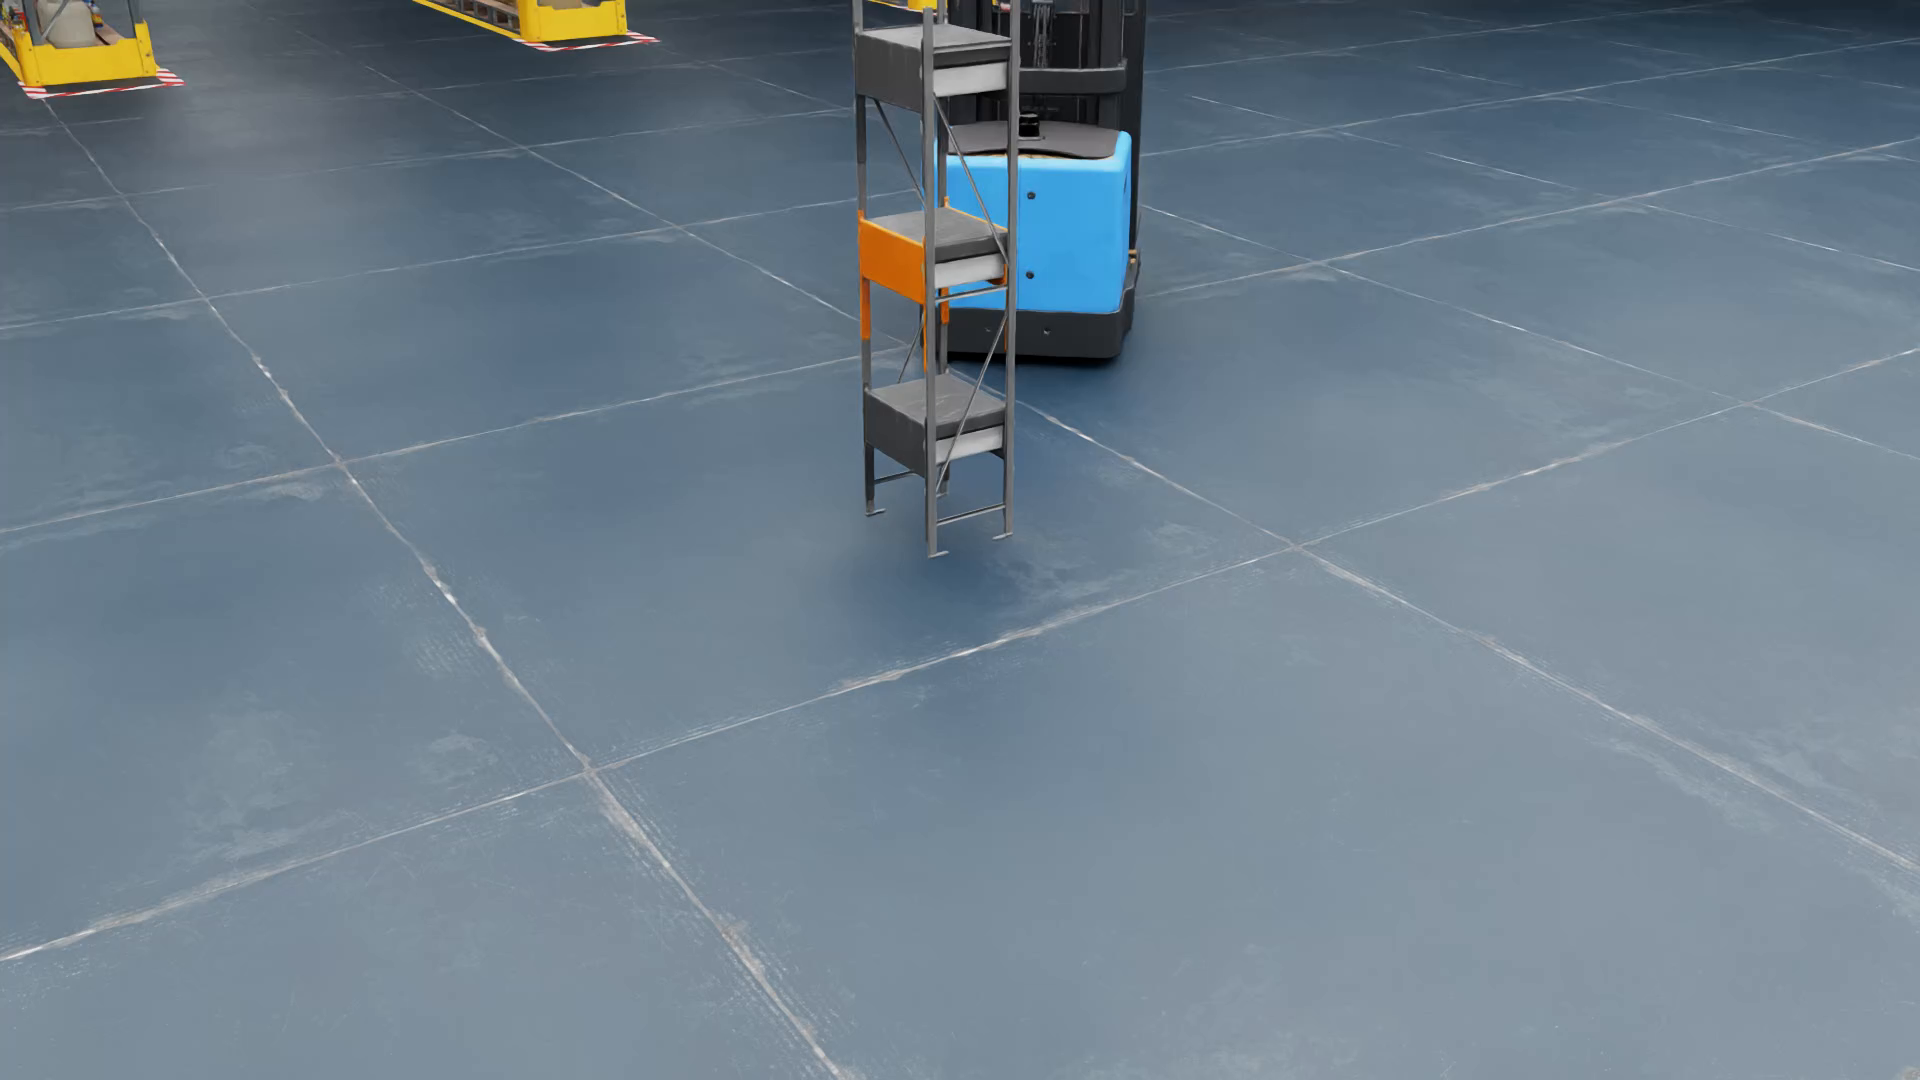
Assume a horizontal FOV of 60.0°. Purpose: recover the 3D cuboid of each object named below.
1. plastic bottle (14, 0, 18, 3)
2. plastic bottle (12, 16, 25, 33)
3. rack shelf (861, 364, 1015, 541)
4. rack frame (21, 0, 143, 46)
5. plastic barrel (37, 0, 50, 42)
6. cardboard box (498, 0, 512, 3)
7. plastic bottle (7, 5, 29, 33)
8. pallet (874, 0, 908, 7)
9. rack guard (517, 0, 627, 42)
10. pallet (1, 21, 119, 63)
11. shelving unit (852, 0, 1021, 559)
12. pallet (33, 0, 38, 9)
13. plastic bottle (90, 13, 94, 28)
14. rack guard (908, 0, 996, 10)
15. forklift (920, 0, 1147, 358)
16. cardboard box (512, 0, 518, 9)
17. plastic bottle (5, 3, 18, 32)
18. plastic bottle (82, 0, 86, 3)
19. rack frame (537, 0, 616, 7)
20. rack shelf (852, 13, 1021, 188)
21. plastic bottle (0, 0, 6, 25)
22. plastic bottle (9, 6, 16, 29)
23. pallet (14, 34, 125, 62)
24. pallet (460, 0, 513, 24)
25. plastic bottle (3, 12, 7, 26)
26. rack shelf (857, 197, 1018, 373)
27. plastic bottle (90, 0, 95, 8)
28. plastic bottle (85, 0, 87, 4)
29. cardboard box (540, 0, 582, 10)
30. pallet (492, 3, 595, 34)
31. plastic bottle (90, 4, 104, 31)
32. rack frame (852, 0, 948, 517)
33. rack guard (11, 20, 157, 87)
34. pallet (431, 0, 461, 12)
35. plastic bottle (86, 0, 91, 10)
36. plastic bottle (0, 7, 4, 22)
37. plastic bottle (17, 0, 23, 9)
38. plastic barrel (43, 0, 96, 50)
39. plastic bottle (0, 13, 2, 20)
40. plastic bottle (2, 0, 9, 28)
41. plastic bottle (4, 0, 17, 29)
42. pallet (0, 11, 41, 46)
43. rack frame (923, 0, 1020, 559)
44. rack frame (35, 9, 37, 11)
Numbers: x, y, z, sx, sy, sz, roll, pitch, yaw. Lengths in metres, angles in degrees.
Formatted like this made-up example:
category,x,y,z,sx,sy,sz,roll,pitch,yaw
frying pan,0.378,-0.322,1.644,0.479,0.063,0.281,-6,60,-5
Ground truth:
category,x,y,z,sx,sy,sz,roll,pitch,yaw
plastic bottle,-10.382,-5.869,18.350,0.097,0.271,0.097,0,25,0
plastic bottle,-9.842,-5.371,17.376,0.097,0.201,0.097,0,25,0
rack shelf,-0.090,-0.363,6.732,0.431,0.518,0.480,-16,29,-30
rack frame,-8.472,-5.883,15.697,1.000,3.000,0.127,-16,29,-30
plastic barrel,-9.169,-5.344,16.980,0.421,0.512,0.421,0,25,0
cardboard box,-5.330,-6.758,19.988,0.500,0.500,0.500,-13,28,-25
plastic bottle,-9.957,-5.501,17.564,0.152,0.276,0.135,-15,29,-29
pallet,-0.613,-7.163,21.677,1.003,0.211,1.213,-16,29,-30
rack guard,-4.364,-5.934,18.734,1.175,0.500,0.348,-16,29,-30
pallet,-9.654,-5.366,17.869,1.003,0.211,1.213,-16,29,-30
shelving unit,-0.090,-1.009,6.427,0.431,2.100,0.503,-16,29,-30
pallet,-11.117,-6.324,19.899,1.003,0.211,1.213,-16,29,-30
plastic bottle,-9.257,-5.574,17.807,0.097,0.201,0.097,0,25,0
rack guard,-0.098,-7.018,21.030,1.175,0.500,0.348,-16,29,-30
forklift,0.508,-2.860,9.375,1.130,2.935,3.031,3,25,7
cardboard box,-5.004,-6.529,19.504,0.500,0.500,0.500,-8,26,-16
plastic bottle,-10.032,-5.551,17.670,0.152,0.276,0.135,-16,30,-31
plastic bottle,-9.553,-5.800,18.202,0.097,0.271,0.097,0,25,0
rack frame,-4.322,-7.037,18.142,1.000,3.000,0.127,-16,29,-30
rack shelf,-0.090,-1.629,6.134,0.431,0.518,0.480,-16,29,-30
plastic bottle,-10.404,-5.762,18.109,0.061,0.283,0.133,-14,29,-27
plastic bottle,-9.921,-5.445,17.438,0.061,0.283,0.133,-15,29,-28
pallet,-8.992,-4.930,16.945,1.003,0.211,1.213,-16,29,-30
pallet,-5.439,-6.538,20.352,1.003,0.211,1.213,-16,29,-30
plastic bottle,-10.325,-5.687,18.046,0.097,0.201,0.097,0,25,0
rack shelf,-0.090,-0.996,6.433,0.431,0.518,0.480,-16,29,-30
plastic bottle,-9.309,-5.660,17.891,0.061,0.283,0.133,-15,29,-29
plastic bottle,-9.442,-5.727,18.049,0.097,0.271,0.097,0,25,0
cardboard box,-4.649,-6.324,19.068,0.500,0.500,0.500,-10,27,-20
pallet,-4.778,-6.102,19.428,1.003,0.211,1.213,-16,29,-30
plastic bottle,-9.201,-5.569,17.713,0.097,0.271,0.097,0,25,0
rack frame,-0.224,-1.096,6.612,0.400,2.100,0.015,-16,29,-30
rack guard,-8.553,-4.768,16.265,1.175,0.500,0.348,-16,29,-30
pallet,-6.110,-6.975,21.277,1.003,0.211,1.213,-16,29,-30
plastic bottle,-9.388,-5.691,17.973,0.097,0.271,0.097,0,25,0
plastic bottle,-10.460,-5.861,18.240,0.144,0.351,0.185,-17,30,-32
plastic bottle,-10.117,-5.719,18.026,0.152,0.276,0.135,-16,29,-30
plastic barrel,-8.895,-5.165,16.600,0.421,0.512,0.421,0,25,0
plastic bottle,-10.563,-5.929,18.383,0.144,0.351,0.185,-15,29,-28
plastic bottle,-10.228,-5.709,17.918,0.144,0.351,0.185,-16,30,-30
plastic bottle,-10.126,-5.643,17.777,0.144,0.351,0.185,-14,29,-27
pallet,-10.324,-5.802,18.794,1.003,0.211,1.213,-16,29,-30
rack frame,0.043,-0.921,6.242,0.400,2.100,0.015,-16,29,-30
rack frame,-10.656,-7.313,18.728,1.000,3.000,0.127,-16,29,-30
